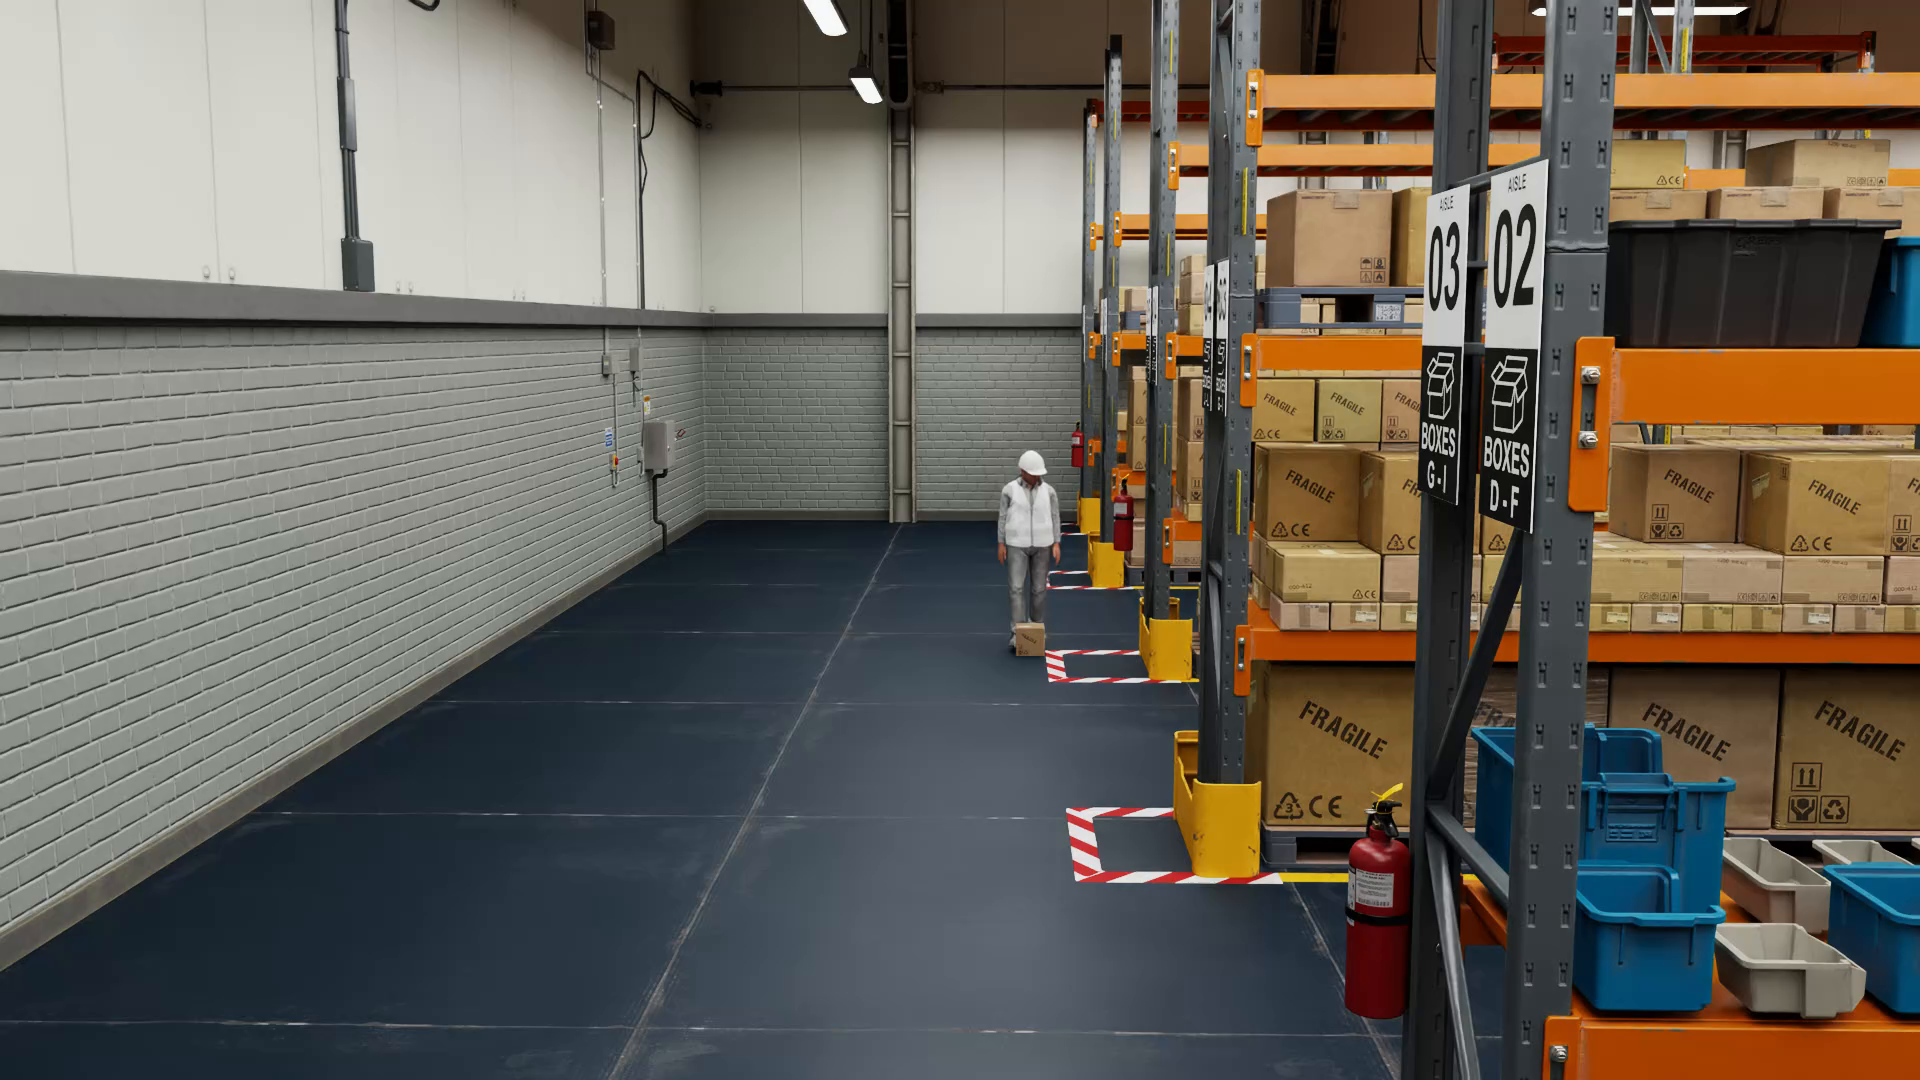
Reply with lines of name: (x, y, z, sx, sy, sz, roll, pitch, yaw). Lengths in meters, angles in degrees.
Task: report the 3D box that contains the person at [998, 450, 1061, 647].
person: (0.649, 0.069, 15.026, 0.572, 1.747, 0.732, -1, 7, -7)
